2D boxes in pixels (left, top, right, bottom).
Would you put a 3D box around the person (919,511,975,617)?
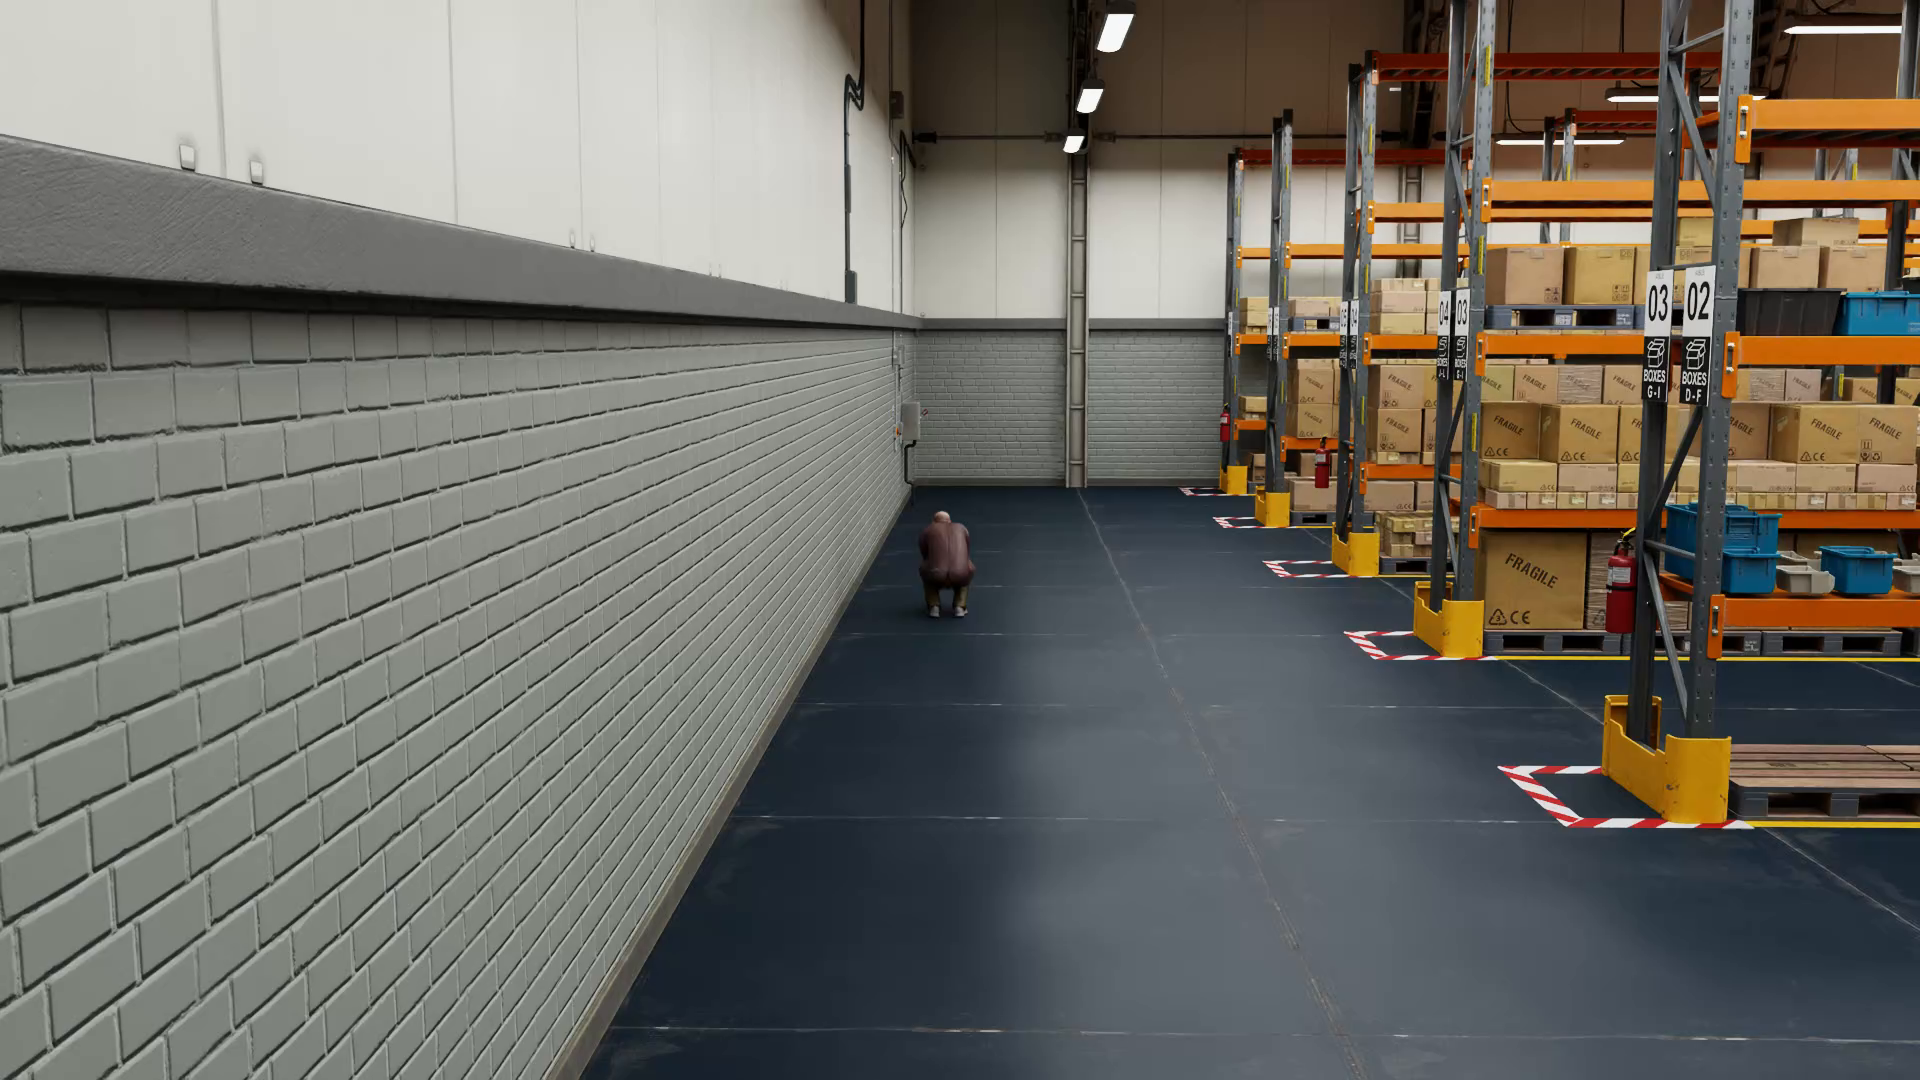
[{"bbox_3d":[-0.132,0.252,16.857,0.578,0.987,0.924,0,7,0],"label":"person"}]
